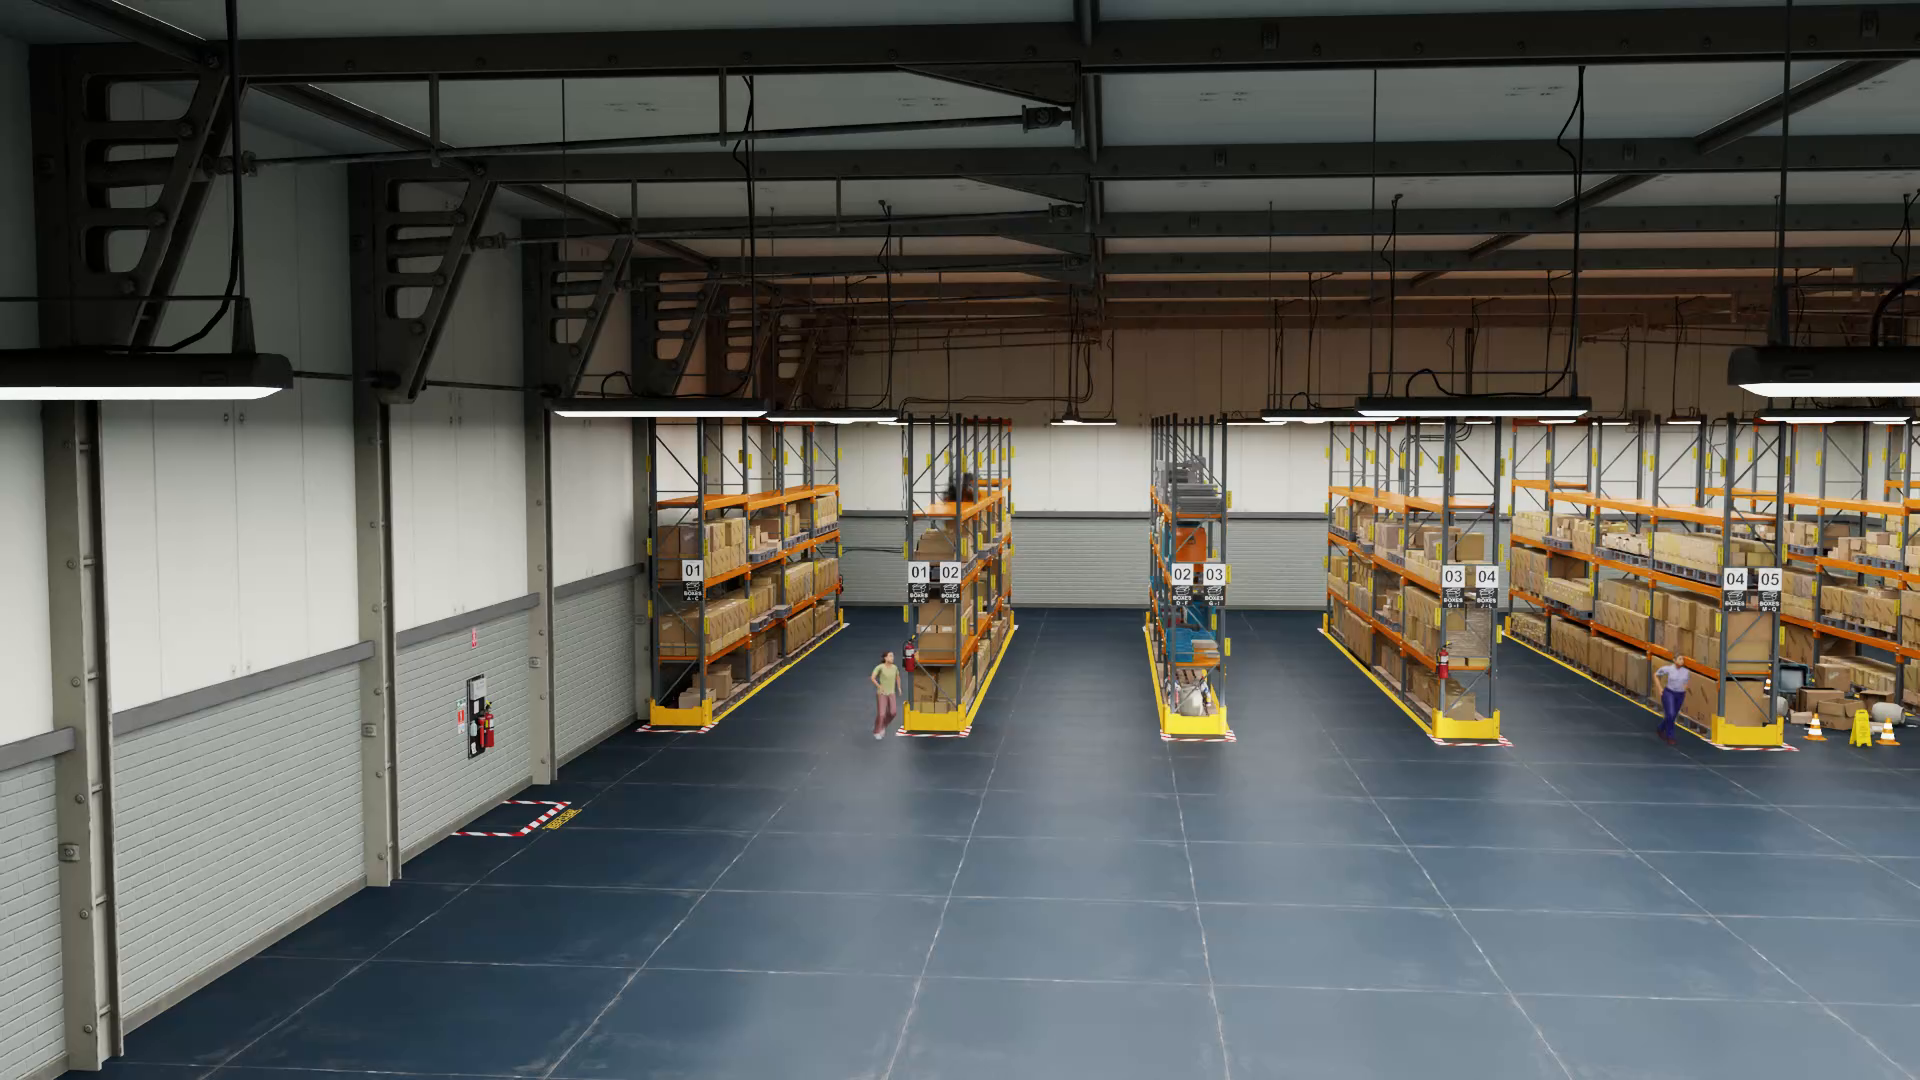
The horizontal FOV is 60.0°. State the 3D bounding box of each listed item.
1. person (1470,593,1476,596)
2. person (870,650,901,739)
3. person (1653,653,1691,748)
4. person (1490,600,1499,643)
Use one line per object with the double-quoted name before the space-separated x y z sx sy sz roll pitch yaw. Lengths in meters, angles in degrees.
"person" 13.824 1.826 44.682 0.652 1.811 0.817 1 4 11
"person" -1.326 2.847 30.642 0.648 1.631 0.514 -2 4 -29
"person" 12.975 2.891 30.213 0.621 1.656 0.862 -1 4 -9
"person" 13.705 1.992 43.253 0.611 1.716 0.881 1 4 10
